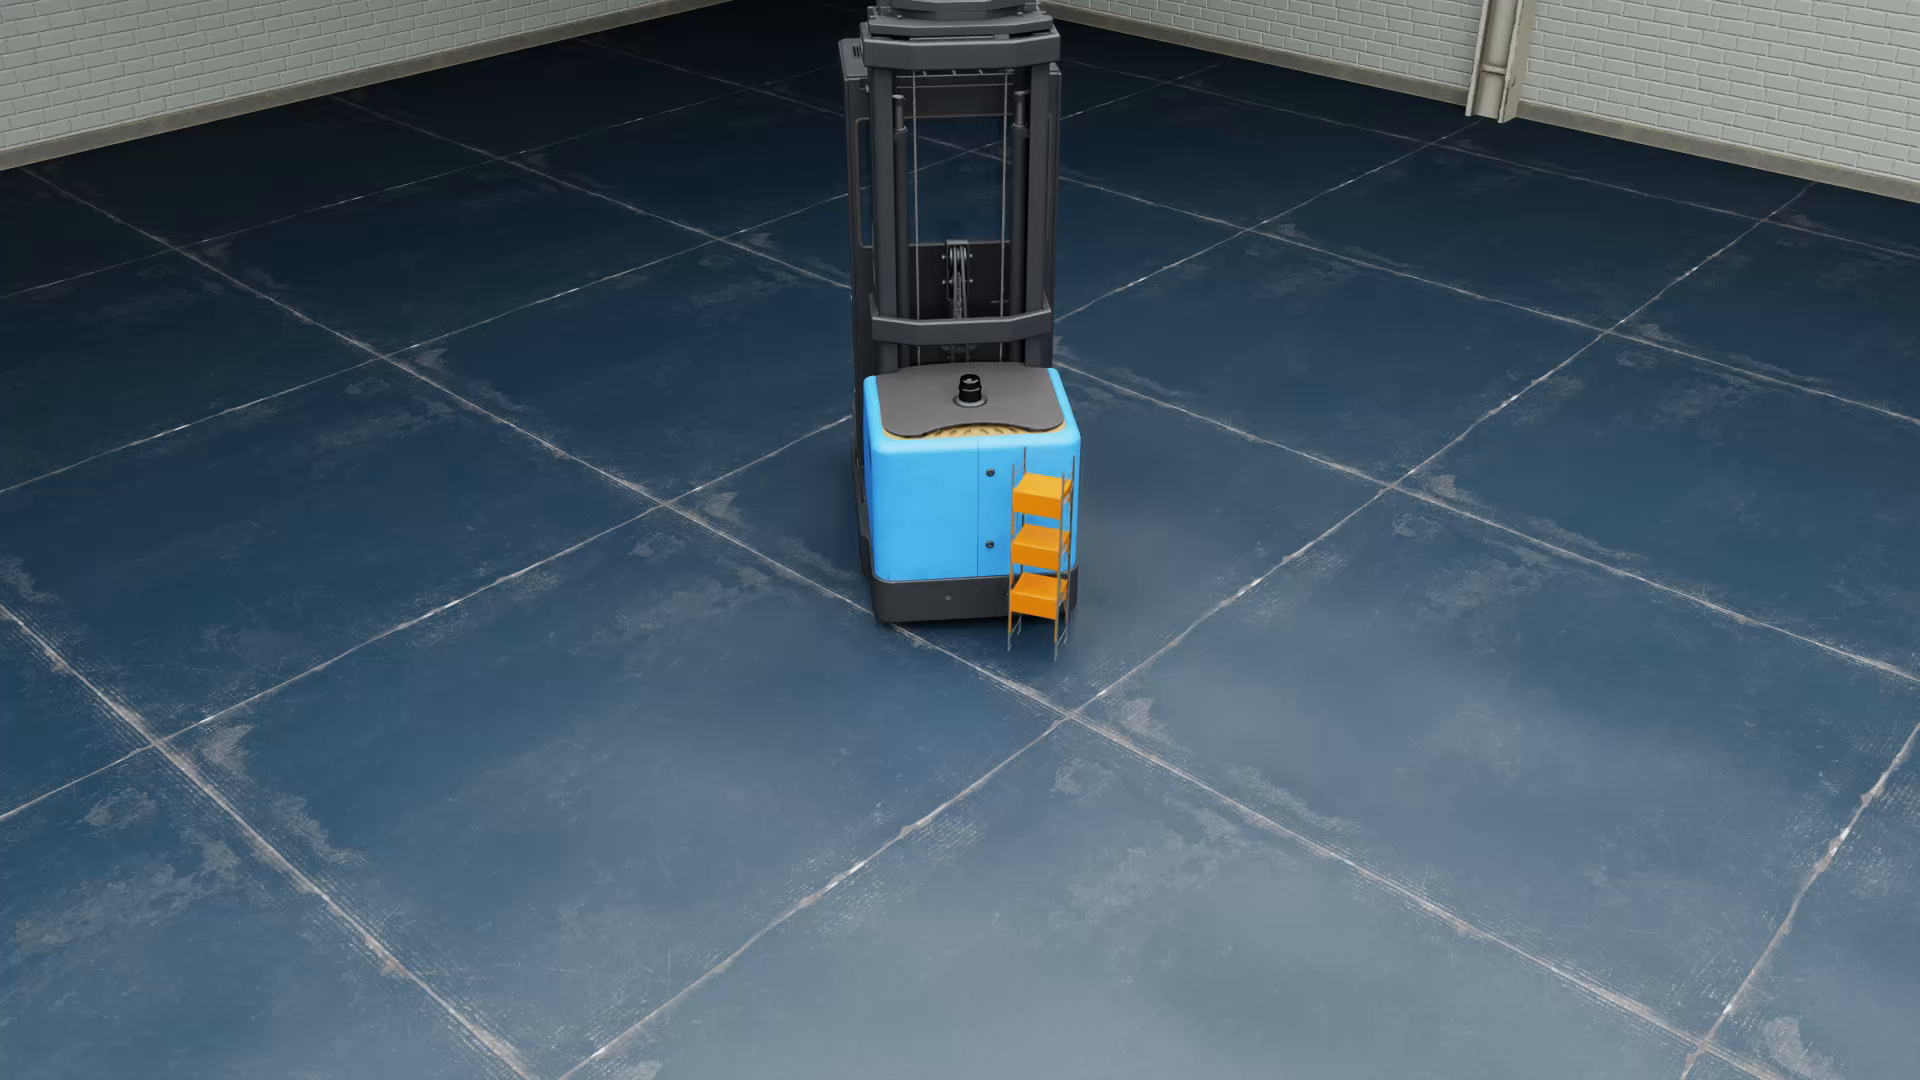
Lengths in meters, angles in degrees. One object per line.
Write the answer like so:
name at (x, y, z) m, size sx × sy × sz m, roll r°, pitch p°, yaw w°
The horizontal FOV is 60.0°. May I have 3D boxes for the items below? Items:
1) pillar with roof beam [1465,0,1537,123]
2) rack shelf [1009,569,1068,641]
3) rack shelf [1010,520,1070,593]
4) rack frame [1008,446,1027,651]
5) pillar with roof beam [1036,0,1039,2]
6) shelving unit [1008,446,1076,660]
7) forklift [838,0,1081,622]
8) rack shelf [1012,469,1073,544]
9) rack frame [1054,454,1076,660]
pillar with roof beam at (2.238, -6.308, 11.004) m, size 0.400 × 9.000 × 9.100 m, roll 25°, pitch 39°, yaw 35°
rack shelf at (0.392, 0.323, 8.251) m, size 0.240 × 0.259 × 0.215 m, roll 10°, pitch 32°, yaw 16°
rack shelf at (0.394, 0.083, 8.111) m, size 0.240 × 0.259 × 0.215 m, roll 10°, pitch 32°, yaw 16°
rack frame at (0.279, 0.053, 8.141) m, size 0.008 × 1.050 × 0.200 m, roll 10°, pitch 32°, yaw 16°
pillar with roof beam at (-2.211, -8.385, 14.453) m, size 0.400 × 9.000 × 9.100 m, roll 25°, pitch 39°, yaw 35°
shelving unit at (0.394, 0.073, 8.106) m, size 0.252 × 1.050 × 0.215 m, roll 10°, pitch 32°, yaw 16°
forklift at (-0.063, -1.576, 9.026) m, size 1.130 × 2.935 × 3.031 m, roll -3°, pitch 31°, yaw -5°
rack shelf at (0.395, -0.163, 7.969) m, size 0.240 × 0.259 × 0.215 m, roll 10°, pitch 32°, yaw 16°
rack frame at (0.509, 0.094, 8.071) m, size 0.008 × 1.050 × 0.200 m, roll 10°, pitch 32°, yaw 16°
